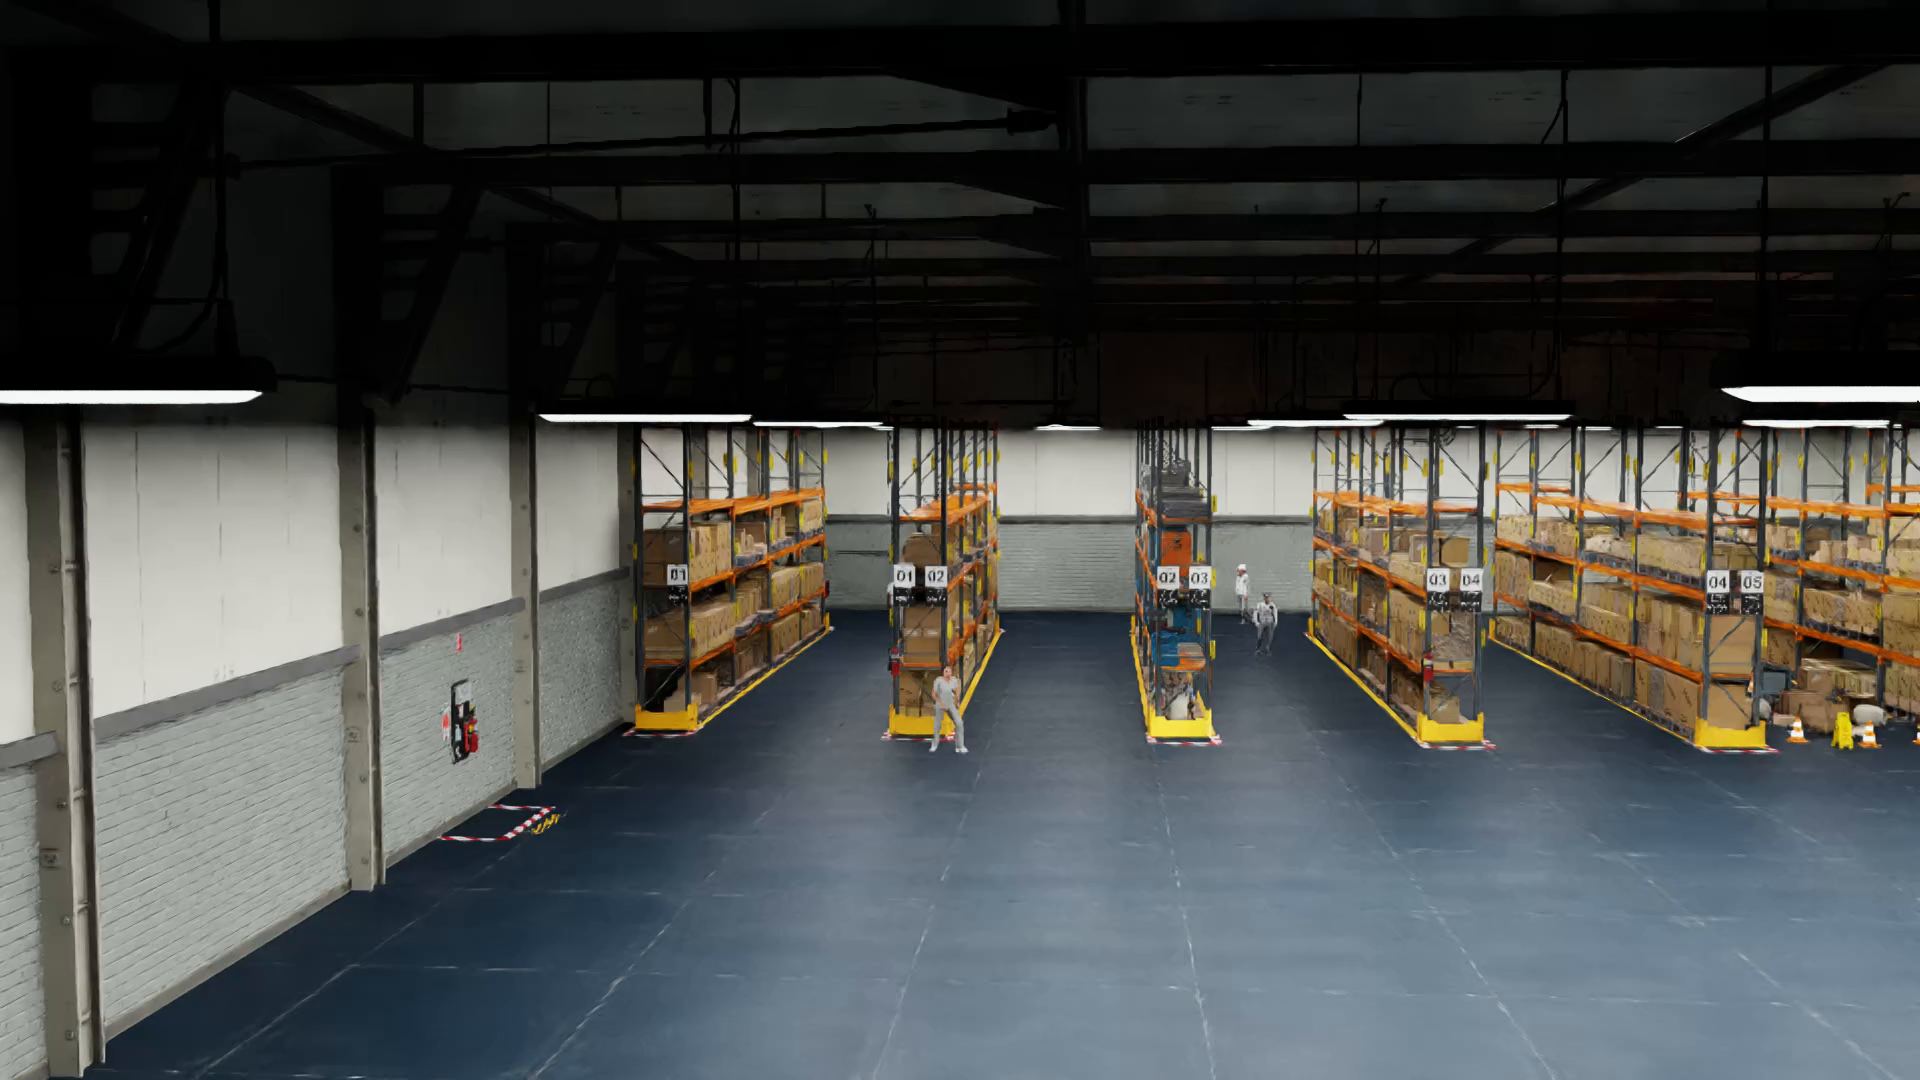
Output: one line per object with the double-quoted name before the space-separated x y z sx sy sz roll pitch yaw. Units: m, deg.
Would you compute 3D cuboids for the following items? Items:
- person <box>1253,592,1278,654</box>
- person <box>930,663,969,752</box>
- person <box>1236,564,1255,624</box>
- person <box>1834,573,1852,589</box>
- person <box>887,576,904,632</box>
"person" 7.839 2.131 42.654 0.639 1.632 0.506 0 4 2
"person" -0.230 2.976 29.641 0.610 1.613 0.786 -1 4 -15
"person" 8.466 1.611 49.344 0.467 1.762 0.698 -2 4 -26
"person" 25.227 1.727 47.428 0.463 1.780 0.697 -2 4 -25
"person" -1.804 1.764 47.556 0.577 1.691 1.121 0 4 7
